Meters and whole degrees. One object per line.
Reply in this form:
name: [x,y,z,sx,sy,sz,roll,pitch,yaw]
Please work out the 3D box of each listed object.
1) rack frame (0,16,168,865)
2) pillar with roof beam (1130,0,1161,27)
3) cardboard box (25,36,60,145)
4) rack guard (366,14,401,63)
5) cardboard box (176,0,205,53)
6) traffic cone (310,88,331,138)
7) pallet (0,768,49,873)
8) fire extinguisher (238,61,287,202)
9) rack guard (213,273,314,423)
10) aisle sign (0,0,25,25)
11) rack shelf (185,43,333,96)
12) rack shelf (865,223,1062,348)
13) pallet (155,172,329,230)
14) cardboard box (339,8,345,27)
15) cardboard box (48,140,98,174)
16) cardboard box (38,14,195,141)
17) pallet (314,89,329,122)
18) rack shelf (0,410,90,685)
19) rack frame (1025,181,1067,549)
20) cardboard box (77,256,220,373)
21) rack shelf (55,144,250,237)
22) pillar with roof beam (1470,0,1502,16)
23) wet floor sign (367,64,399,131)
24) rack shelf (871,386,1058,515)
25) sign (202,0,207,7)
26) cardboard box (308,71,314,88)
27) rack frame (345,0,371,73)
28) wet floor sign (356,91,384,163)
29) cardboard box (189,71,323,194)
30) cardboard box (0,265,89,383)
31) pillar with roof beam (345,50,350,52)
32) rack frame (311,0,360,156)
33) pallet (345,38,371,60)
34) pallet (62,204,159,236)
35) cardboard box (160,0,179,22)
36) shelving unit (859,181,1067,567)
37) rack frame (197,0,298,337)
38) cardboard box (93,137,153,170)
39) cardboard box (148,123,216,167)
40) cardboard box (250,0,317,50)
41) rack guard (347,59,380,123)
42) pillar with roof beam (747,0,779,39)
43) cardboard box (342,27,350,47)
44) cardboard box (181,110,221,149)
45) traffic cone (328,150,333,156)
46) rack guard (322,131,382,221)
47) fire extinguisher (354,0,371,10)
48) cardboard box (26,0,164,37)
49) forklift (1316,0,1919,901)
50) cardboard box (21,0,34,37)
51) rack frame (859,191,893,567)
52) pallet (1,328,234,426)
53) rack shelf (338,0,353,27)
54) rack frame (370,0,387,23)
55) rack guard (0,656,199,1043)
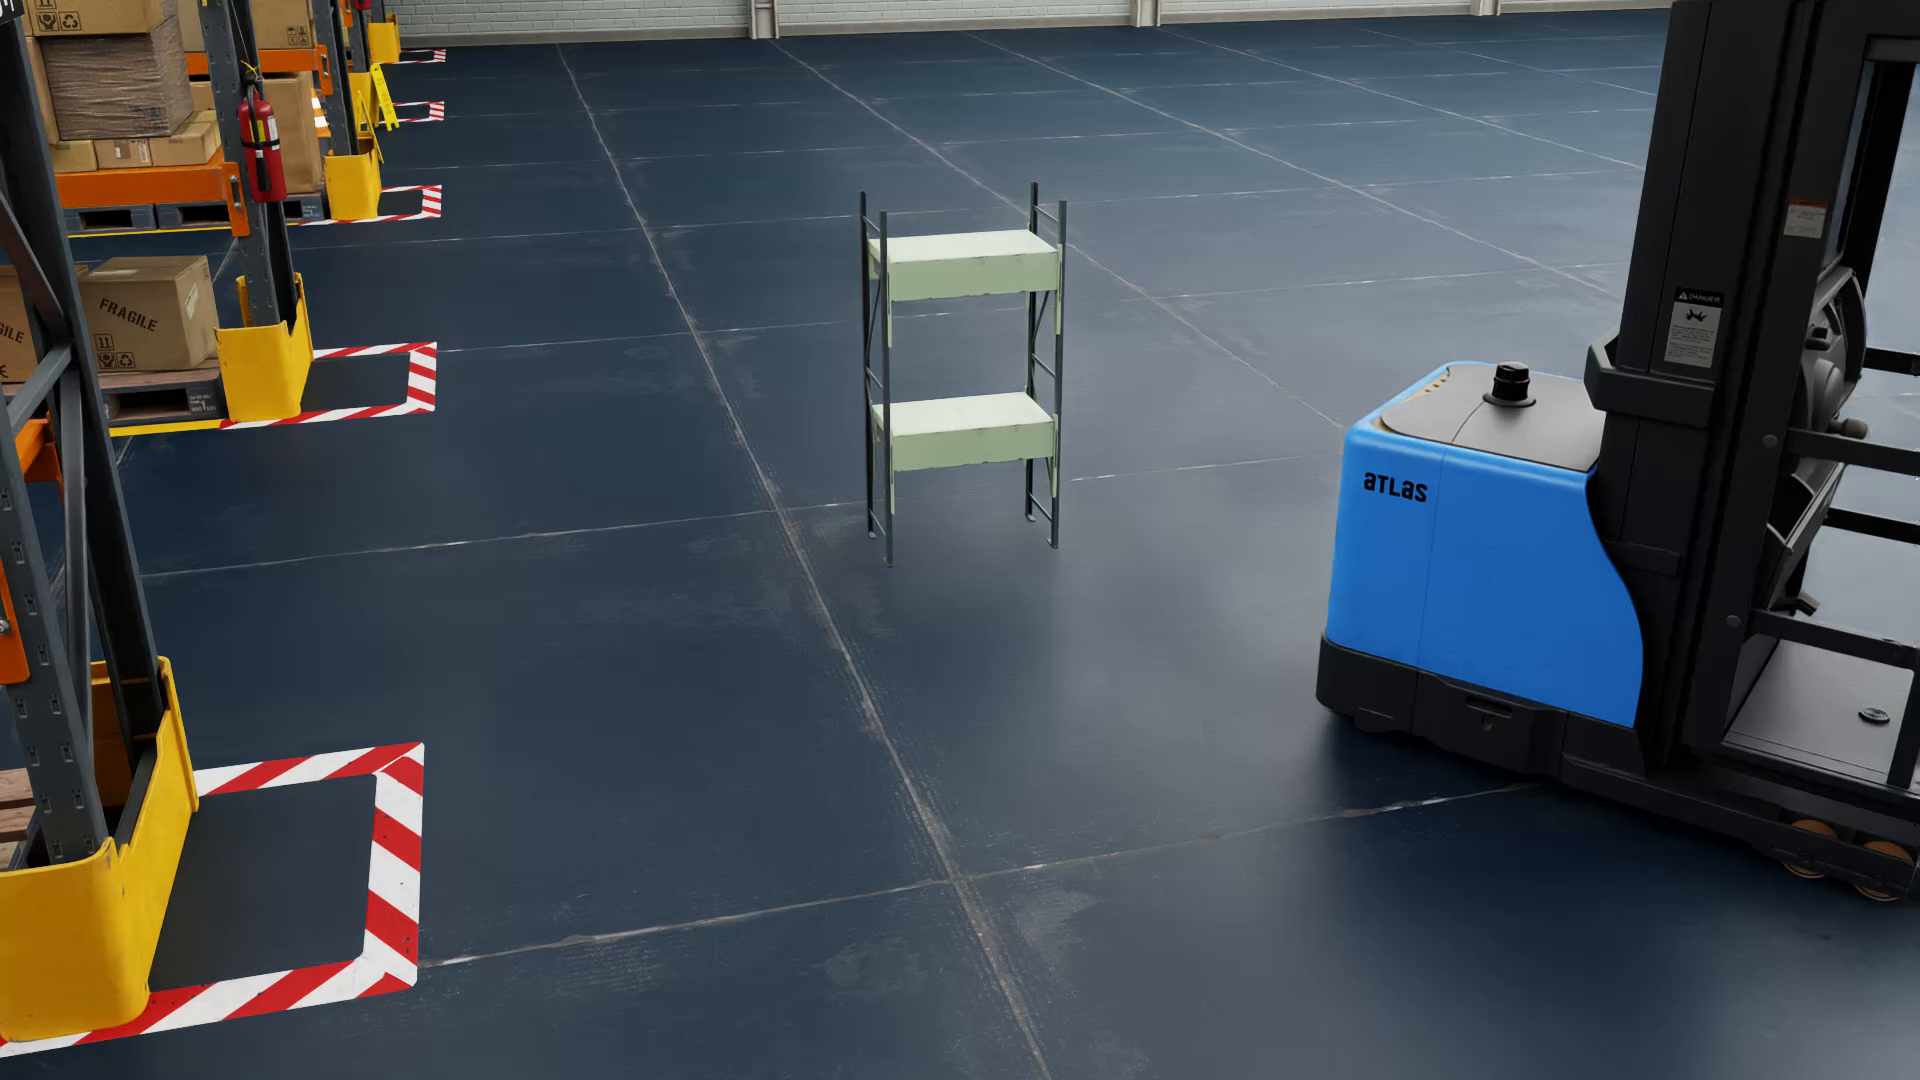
rack frame: [-2.391,-0.352,4.267,0.127,3.000,1.000,-6,24,-14]
pillar with roof beam: [4.053,-10.548,20.420,0.400,9.000,9.100,-6,24,-14]
cardboard box: [-4.715,-2.268,8.229,0.500,0.500,0.875,-6,24,-14]
rack guard: [-7.727,-6.733,22.308,0.348,0.500,1.175,-6,24,-14]
cardboard box: [-5.840,-4.072,12.746,0.550,0.550,0.875,-6,24,-14]
traffic cone: [-6.472,-4.294,16.670,0.334,0.463,0.336,-6,24,-14]
pallet: [-3.235,1.040,4.560,1.213,0.211,1.003,-6,24,-14]
fire extinguisher: [-3.494,-2.034,8.285,0.183,0.674,0.296,-6,24,-14]
rack guard: [-3.802,-1.076,9.124,0.348,0.500,1.175,-6,24,-14]
aisle sign: [-2.401,-1.666,4.032,0.004,0.787,0.394,-6,24,-14]
rack shelf: [-6.897,-3.583,12.709,4.000,0.370,1.077,-6,24,-14]
rack shelf: [0.006,-1.049,6.802,0.720,0.370,0.431,-6,24,-14]
pallet: [-5.720,-2.730,13.345,1.213,0.211,1.003,-6,24,-14]
cardboard box: [-8.135,-6.868,21.772,0.500,0.250,0.500,-7,24,-15]
cardboard box: [-4.415,-1.936,8.277,0.250,0.149,0.380,-6,24,-14]
cardboard box: [-4.266,-2.367,8.459,0.500,0.500,0.875,-6,24,-14]
pallet: [-7.271,-4.633,17.779,1.213,0.211,1.003,-6,24,-14]
rack shelf: [-4.317,0.191,3.913,4.000,0.370,1.077,-6,24,-14]
rack frame: [0.359,-0.729,7.047,0.023,1.500,0.400,-6,24,-14]
cardboard box: [-4.335,-1.217,8.919,0.500,0.500,0.500,-2,23,-5]
rack shelf: [-5.655,-1.689,8.295,4.000,0.370,1.077,-6,24,-14]
pillar with roof beam: [9.829,-11.187,21.910,0.400,9.000,9.100,-6,24,-14]
wet floor sign: [-5.934,-4.527,16.983,0.232,0.644,0.267,2,23,4]
rack shelf: [0.006,-0.390,7.084,0.720,0.370,0.431,-6,24,-14]
sign: [-3.598,-2.697,7.863,0.005,0.325,0.100,-6,24,-14]
cardboard box: [-7.257,-4.944,17.922,0.500,0.250,0.500,-7,24,-15]
rack frame: [-6.406,-5.995,17.418,0.127,3.000,1.000,-6,24,-14]
wet floor sign: [-5.479,-3.800,15.287,0.232,0.644,0.267,-11,25,-23]
cardboard box: [-5.607,-3.246,13.173,0.875,0.875,0.875,-6,24,-14]
cardboard box: [-4.901,-1.140,8.741,0.500,0.500,0.500,0,23,0]
pillar with roof beam: [-7.501,-9.270,17.442,0.400,9.000,9.100,-6,24,-14]
rack frame: [-4.972,-4.127,13.063,0.127,3.000,1.000,-6,24,-14]
pallet: [-8.475,-6.501,22.132,1.213,0.211,1.003,-6,24,-14]
pallet: [-6.893,-2.602,13.046,1.213,0.211,1.003,-6,24,-14]
cardboard box: [-4.332,-2.920,8.479,0.500,0.500,0.500,-6,24,-14]
shelving unit: [0.006,-0.690,6.956,0.755,1.500,0.431,-6,24,-14]
rack frame: [-3.729,-2.233,8.650,0.127,3.000,1.000,-6,24,-14]
cardboard box: [-4.189,-1.982,8.384,0.250,0.149,0.380,-6,24,-14]
cardboard box: [-3.948,-2.009,8.446,0.250,0.149,0.380,-6,24,-14]
cardboard box: [-5.317,-4.139,12.902,0.550,0.550,0.875,-6,24,-14]
rack guard: [-6.479,-4.838,17.892,0.348,0.500,1.175,-6,24,-14]
pillar with roof beam: [-1.724,-9.909,18.931,0.400,9.000,9.100,-6,24,-14]
cardboard box: [-8.117,-6.639,21.872,0.500,0.250,0.500,-6,24,-14]
cardboard box: [-4.068,-2.177,8.839,0.250,0.149,0.380,-6,24,-14]
traffic cone: [-5.844,-3.909,15.772,0.334,0.463,0.336,-6,24,-14]
rack guard: [-4.948,-2.980,13.562,0.348,0.500,1.175,-6,24,-14]
fire extinguisher: [-6.171,-5.797,17.054,0.183,0.674,0.296,-6,24,-14]
cardboard box: [-4.192,-2.723,8.019,0.500,0.500,0.500,-6,24,-14]
forklift: [2.734,-0.541,4.793,3.031,2.935,1.130,16,28,32]
cardboard box: [-4.672,-2.667,7.890,0.500,0.500,0.500,-6,24,-14]
rack frame: [-0.346,-0.651,6.865,0.023,1.500,0.400,-6,24,-14]
pallet: [-4.594,-0.870,9.010,1.213,0.211,1.003,-6,24,-14]
rack shelf: [-8.332,-5.452,17.063,4.000,0.370,1.077,-6,24,-14]
rack frame: [-7.750,-7.879,21.809,0.127,3.000,1.000,-6,24,-14]
rack guard: [-2.452,0.822,4.700,0.348,0.500,1.175,-6,24,-14]
